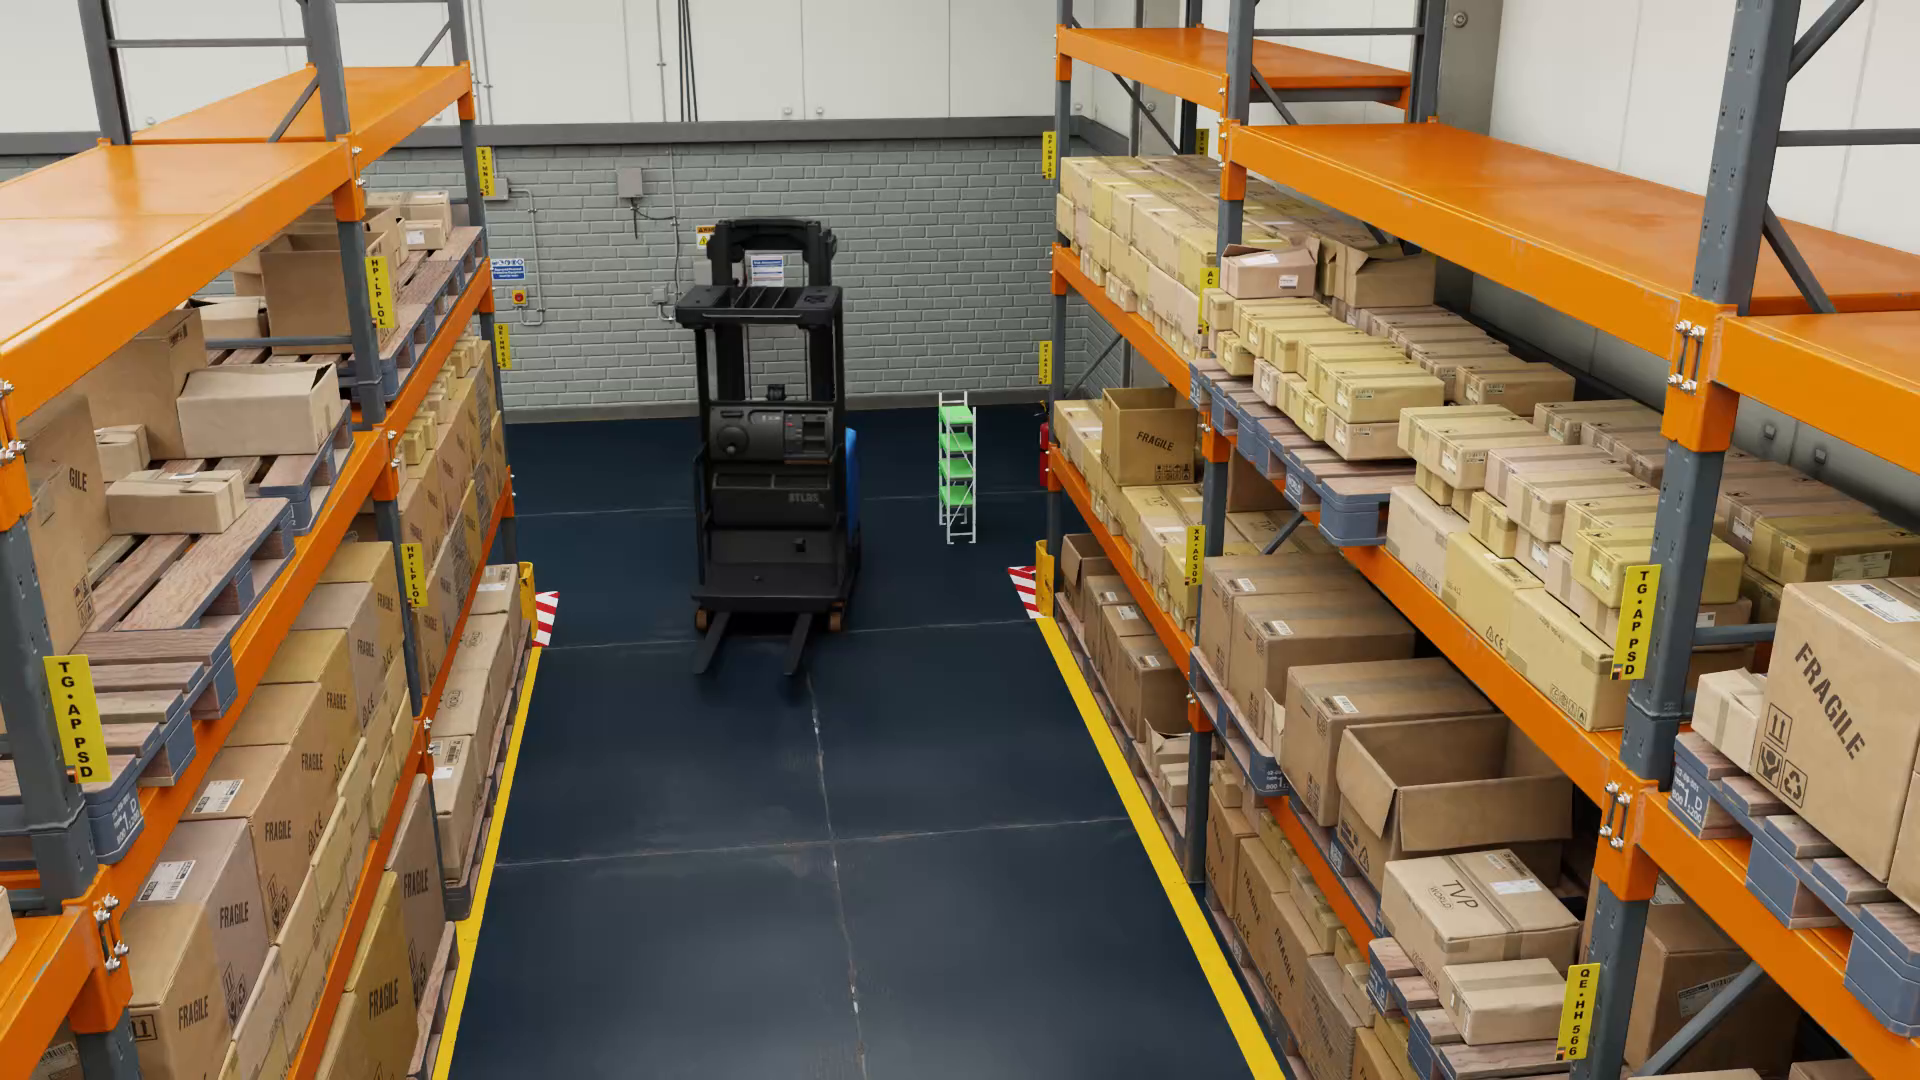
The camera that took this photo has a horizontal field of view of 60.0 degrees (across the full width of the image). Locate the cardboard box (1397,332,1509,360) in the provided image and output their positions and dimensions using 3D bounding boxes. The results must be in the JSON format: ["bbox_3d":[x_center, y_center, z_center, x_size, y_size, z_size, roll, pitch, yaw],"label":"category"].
[{"bbox_3d":[2.050,-0.760,6.943,0.380,0.149,0.250,-4,21,-9],"label":"cardboard box"}]

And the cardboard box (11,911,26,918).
[{"bbox_3d":[-2.921,1.411,4.654,0.500,0.500,0.500,-3,21,-9],"label":"cardboard box"}]

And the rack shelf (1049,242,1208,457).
[{"bbox_3d":[1.459,-1.305,10.240,1.077,0.370,4.000,-3,21,-8],"label":"rack shelf"}]

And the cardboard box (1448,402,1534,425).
[{"bbox_3d":[2.135,-0.442,6.516,0.380,0.149,0.250,-3,21,-7],"label":"cardboard box"}]

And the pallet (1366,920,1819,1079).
[{"bbox_3d":[2.157,1.699,5.729,1.213,0.211,1.003,-3,21,-8],"label":"pallet"}]

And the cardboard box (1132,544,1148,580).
[{"bbox_3d":[1.255,0.118,10.046,0.380,0.149,0.250,-3,21,-9],"label":"cardboard box"}]

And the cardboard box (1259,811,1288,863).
[{"bbox_3d":[1.700,1.444,8.184,0.380,0.149,0.250,-4,21,-11],"label":"cardboard box"}]

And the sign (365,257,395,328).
[{"bbox_3d":[-2.629,-1.119,7.523,0.100,0.325,0.005,-3,21,-8],"label":"sign"}]

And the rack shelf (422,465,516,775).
[{"bbox_3d":[-3.452,0.351,10.091,1.077,0.370,4.000,-3,21,-8],"label":"rack shelf"}]

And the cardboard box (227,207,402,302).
[{"bbox_3d":[-3.390,-1.456,8.723,0.797,0.503,0.637,-1,21,-4],"label":"cardboard box"}]

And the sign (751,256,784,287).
[{"bbox_3d":[-2.018,-2.737,17.466,0.329,0.494,0.001,-3,21,-8],"label":"sign"}]

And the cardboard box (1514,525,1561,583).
[{"bbox_3d":[2.004,0.025,5.294,0.380,0.149,0.250,-2,21,-7],"label":"cardboard box"}]

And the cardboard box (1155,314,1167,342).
[{"bbox_3d":[1.310,-1.205,9.303,0.380,0.149,0.250,-3,21,-8],"label":"cardboard box"}]

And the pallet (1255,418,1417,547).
[{"bbox_3d":[1.924,-0.274,6.717,1.213,0.211,1.003,-3,21,-8],"label":"pallet"}]

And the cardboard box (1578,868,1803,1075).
[{"bbox_3d":[2.404,1.410,5.484,0.500,0.500,0.500,-2,21,-5],"label":"cardboard box"}]

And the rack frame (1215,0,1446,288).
[{"bbox_3d":[1.747,-2.355,7.735,1.000,3.000,0.127,-3,21,-8],"label":"rack frame"}]

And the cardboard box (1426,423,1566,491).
[{"bbox_3d":[1.833,-0.287,5.704,0.380,0.149,0.250,-3,21,-9],"label":"cardboard box"}]

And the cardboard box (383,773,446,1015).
[{"bbox_3d":[-2.996,1.716,7.845,0.875,0.875,0.875,-2,21,-6],"label":"cardboard box"}]

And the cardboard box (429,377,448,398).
[{"bbox_3d":[-3.233,-0.852,9.786,0.380,0.149,0.250,-2,21,-6],"label":"cardboard box"}]

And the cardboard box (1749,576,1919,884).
[{"bbox_3d":[2.187,0.408,3.739,0.500,0.500,0.500,-3,21,-7],"label":"cardboard box"}]

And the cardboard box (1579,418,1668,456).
[{"bbox_3d":[2.388,-0.315,5.779,0.380,0.149,0.250,-3,21,-8],"label":"cardboard box"}]

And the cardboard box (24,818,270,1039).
[{"bbox_3d":[-2.498,1.222,5.159,0.500,0.500,0.500,-3,21,-8],"label":"cardboard box"}]

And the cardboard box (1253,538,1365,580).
[{"bbox_3d":[1.943,0.201,9.254,0.500,0.250,0.500,-3,21,-8],"label":"cardboard box"}]

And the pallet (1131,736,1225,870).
[{"bbox_3d":[1.649,1.524,9.909,1.003,0.211,1.213,-3,21,-8],"label":"pallet"}]

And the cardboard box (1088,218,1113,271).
[{"bbox_3d":[1.119,-1.884,10.549,0.500,0.250,0.500,-4,21,-9],"label":"cardboard box"}]

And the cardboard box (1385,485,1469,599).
[{"bbox_3d":[1.864,-0.007,5.951,0.500,0.250,0.500,-3,21,-8],"label":"cardboard box"}]

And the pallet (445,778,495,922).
[{"bbox_3d":[-3.196,1.746,9.314,1.003,0.211,1.213,-3,21,-8],"label":"pallet"}]

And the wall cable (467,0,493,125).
[{"bbox_3d":[-4.840,-5.444,16.004,0.463,3.000,0.029,-3,21,-8],"label":"wall cable"}]

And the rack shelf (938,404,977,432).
[{"bbox_3d":[-0.024,-1.009,14.088,0.258,0.148,0.480,-3,21,-8],"label":"rack shelf"}]

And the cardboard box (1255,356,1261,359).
[{"bbox_3d":[1.533,-0.778,7.416,0.380,0.149,0.250,-3,21,-7],"label":"cardboard box"}]

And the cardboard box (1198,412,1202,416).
[{"bbox_3d":[1.499,-0.853,12.076,0.500,0.250,0.500,-2,21,-6],"label":"cardboard box"}]

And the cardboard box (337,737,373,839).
[{"bbox_3d":[-2.700,1.035,6.732,0.500,0.250,0.500,-2,21,-6],"label":"cardboard box"}]

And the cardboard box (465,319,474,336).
[{"bbox_3d":[-3.491,-1.383,11.207,0.380,0.149,0.250,-3,21,-7],"label":"cardboard box"}]

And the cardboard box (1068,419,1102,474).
[{"bbox_3d":[1.042,-0.654,11.542,0.500,0.250,0.500,-3,21,-7],"label":"cardboard box"}]

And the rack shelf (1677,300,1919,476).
[{"bbox_3d":[2.612,0.247,2.369,1.077,0.370,4.000,-3,21,-8],"label":"rack shelf"}]

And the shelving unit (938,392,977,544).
[{"bbox_3d":[-0.024,-0.619,14.234,0.258,1.200,0.503,-3,21,-8],"label":"shelving unit"}]

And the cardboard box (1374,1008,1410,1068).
[{"bbox_3d":[1.908,1.986,6.731,0.380,0.149,0.250,-3,21,-9],"label":"cardboard box"}]

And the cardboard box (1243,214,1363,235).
[{"bbox_3d":[1.867,-1.618,9.122,0.500,0.250,0.500,-3,21,-9],"label":"cardboard box"}]

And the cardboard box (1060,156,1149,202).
[{"bbox_3d":[0.986,-2.472,11.409,0.500,0.250,0.500,-3,21,-8],"label":"cardboard box"}]

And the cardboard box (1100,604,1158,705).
[{"bbox_3d":[1.227,0.747,10.975,0.500,0.500,0.500,-3,21,-7],"label":"cardboard box"}]

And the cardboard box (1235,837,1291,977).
[{"bbox_3d":[1.681,1.792,8.177,0.500,0.500,0.500,-3,21,-8],"label":"cardboard box"}]

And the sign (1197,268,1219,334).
[{"bbox_3d":[1.211,-1.162,8.089,0.100,0.325,0.005,-3,21,-8],"label":"sign"}]

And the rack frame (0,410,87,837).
[{"bbox_3d":[-2.588,-0.719,3.353,1.000,3.000,0.127,-3,21,-8],"label":"rack frame"}]

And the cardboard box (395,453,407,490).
[{"bbox_3d":[-3.006,-0.323,8.368,0.380,0.149,0.250,-3,21,-7],"label":"cardboard box"}]

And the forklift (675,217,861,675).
[{"bbox_3d":[-1.412,-0.791,12.220,1.130,2.935,3.031,1,20,2],"label":"forklift"}]

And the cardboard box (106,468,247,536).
[{"bbox_3d":[-2.743,-0.138,5.821,0.380,0.166,0.250,-1,21,-3],"label":"cardboard box"}]

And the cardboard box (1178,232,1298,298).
[{"bbox_3d":[1.436,-1.416,8.582,0.500,0.250,0.500,-3,21,-8],"label":"cardboard box"}]

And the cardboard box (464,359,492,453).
[{"bbox_3d":[-3.331,-0.859,10.731,0.500,0.500,0.500,-3,21,-8],"label":"cardboard box"}]

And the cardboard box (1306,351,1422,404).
[{"bbox_3d":[1.610,-0.647,6.639,0.380,0.149,0.250,-3,21,-7],"label":"cardboard box"}]

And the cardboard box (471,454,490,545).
[{"bbox_3d":[-3.268,-0.219,10.447,0.500,0.500,0.500,-2,21,-6],"label":"cardboard box"}]

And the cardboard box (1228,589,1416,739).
[{"bbox_3d":[1.670,0.570,7.735,0.700,0.500,0.500,-3,21,-7],"label":"cardboard box"}]

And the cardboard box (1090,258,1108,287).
[{"bbox_3d":[1.049,-1.734,10.718,0.380,0.149,0.250,-3,21,-8],"label":"cardboard box"}]

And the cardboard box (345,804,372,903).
[{"bbox_3d":[-2.724,1.272,6.813,0.500,0.250,0.500,-3,21,-9],"label":"cardboard box"}]
